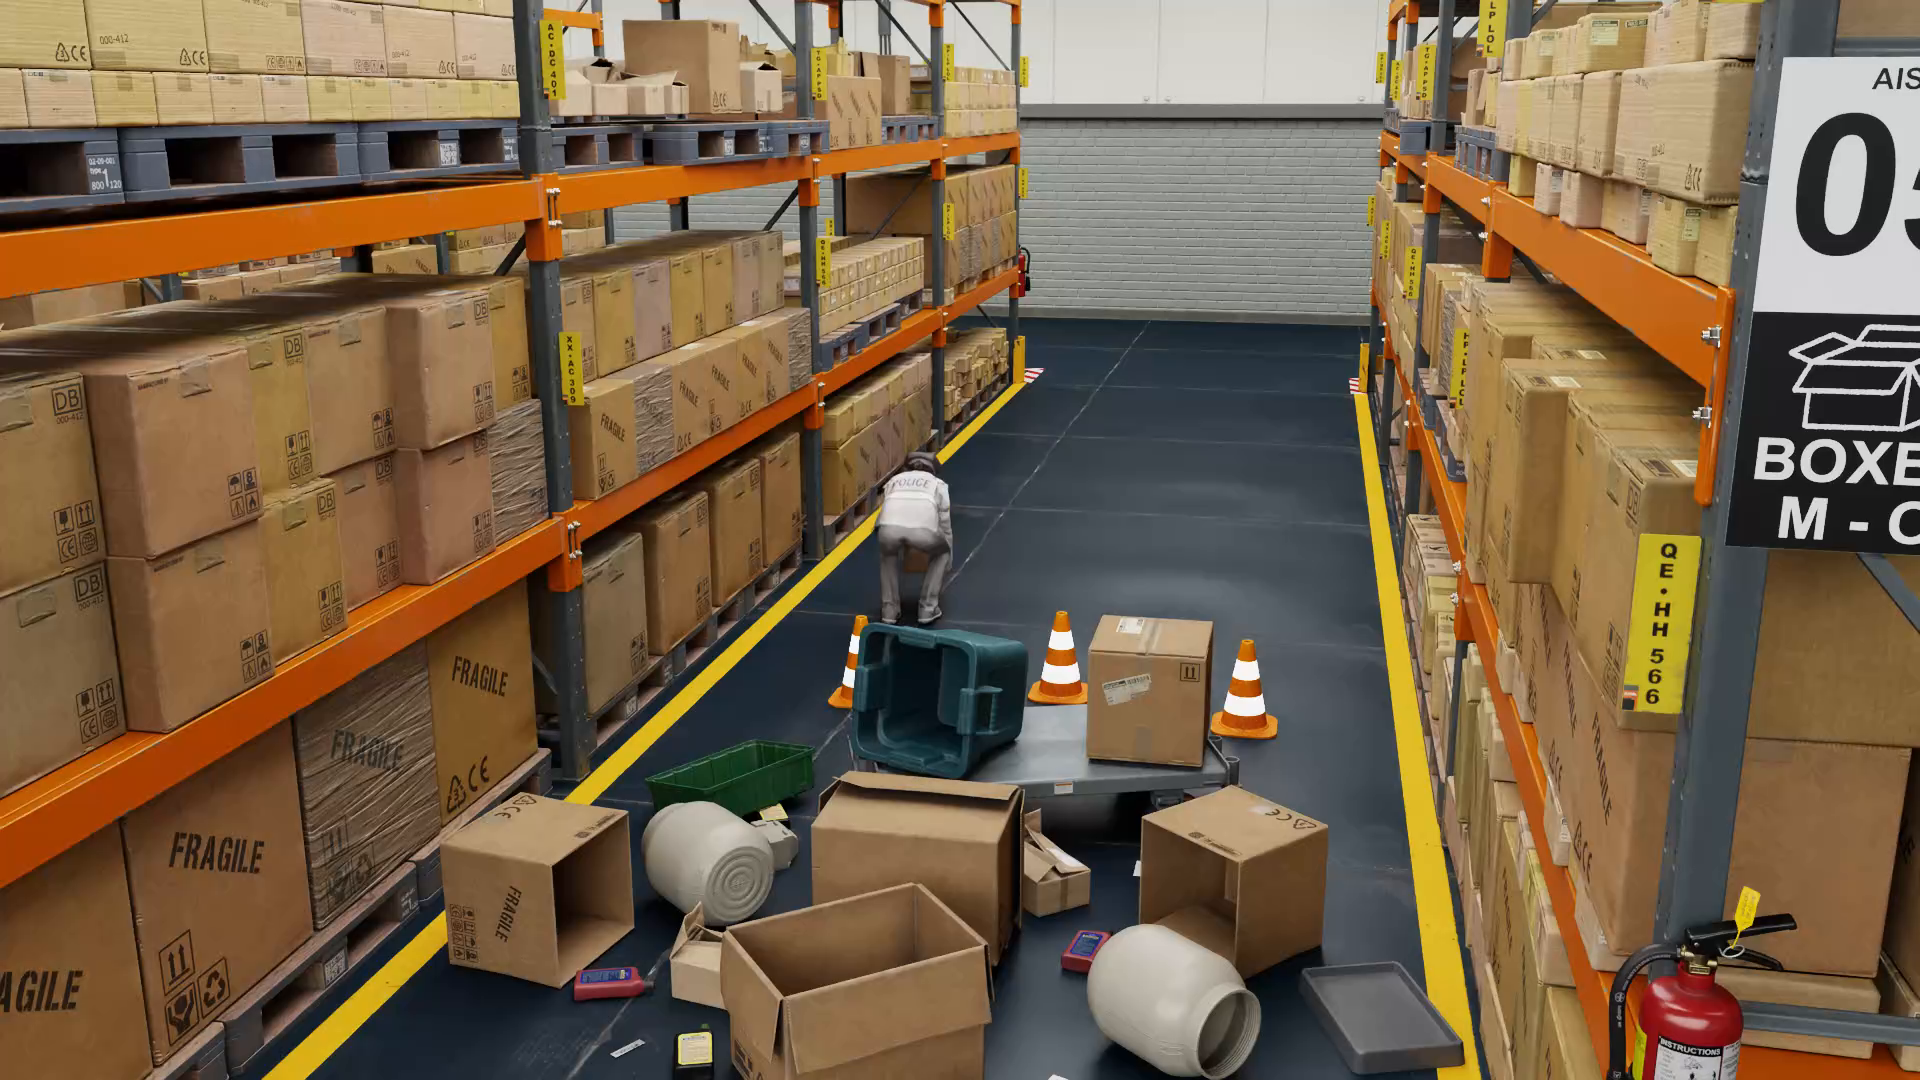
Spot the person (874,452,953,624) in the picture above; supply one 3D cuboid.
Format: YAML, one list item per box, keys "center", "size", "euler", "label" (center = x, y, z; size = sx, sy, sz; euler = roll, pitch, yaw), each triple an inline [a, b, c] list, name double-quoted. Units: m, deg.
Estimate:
- center: [-0.287, -0.010, 10.397]
  size: [0.462, 0.982, 0.912]
  euler: [2, 15, 8]
  label: "person"
